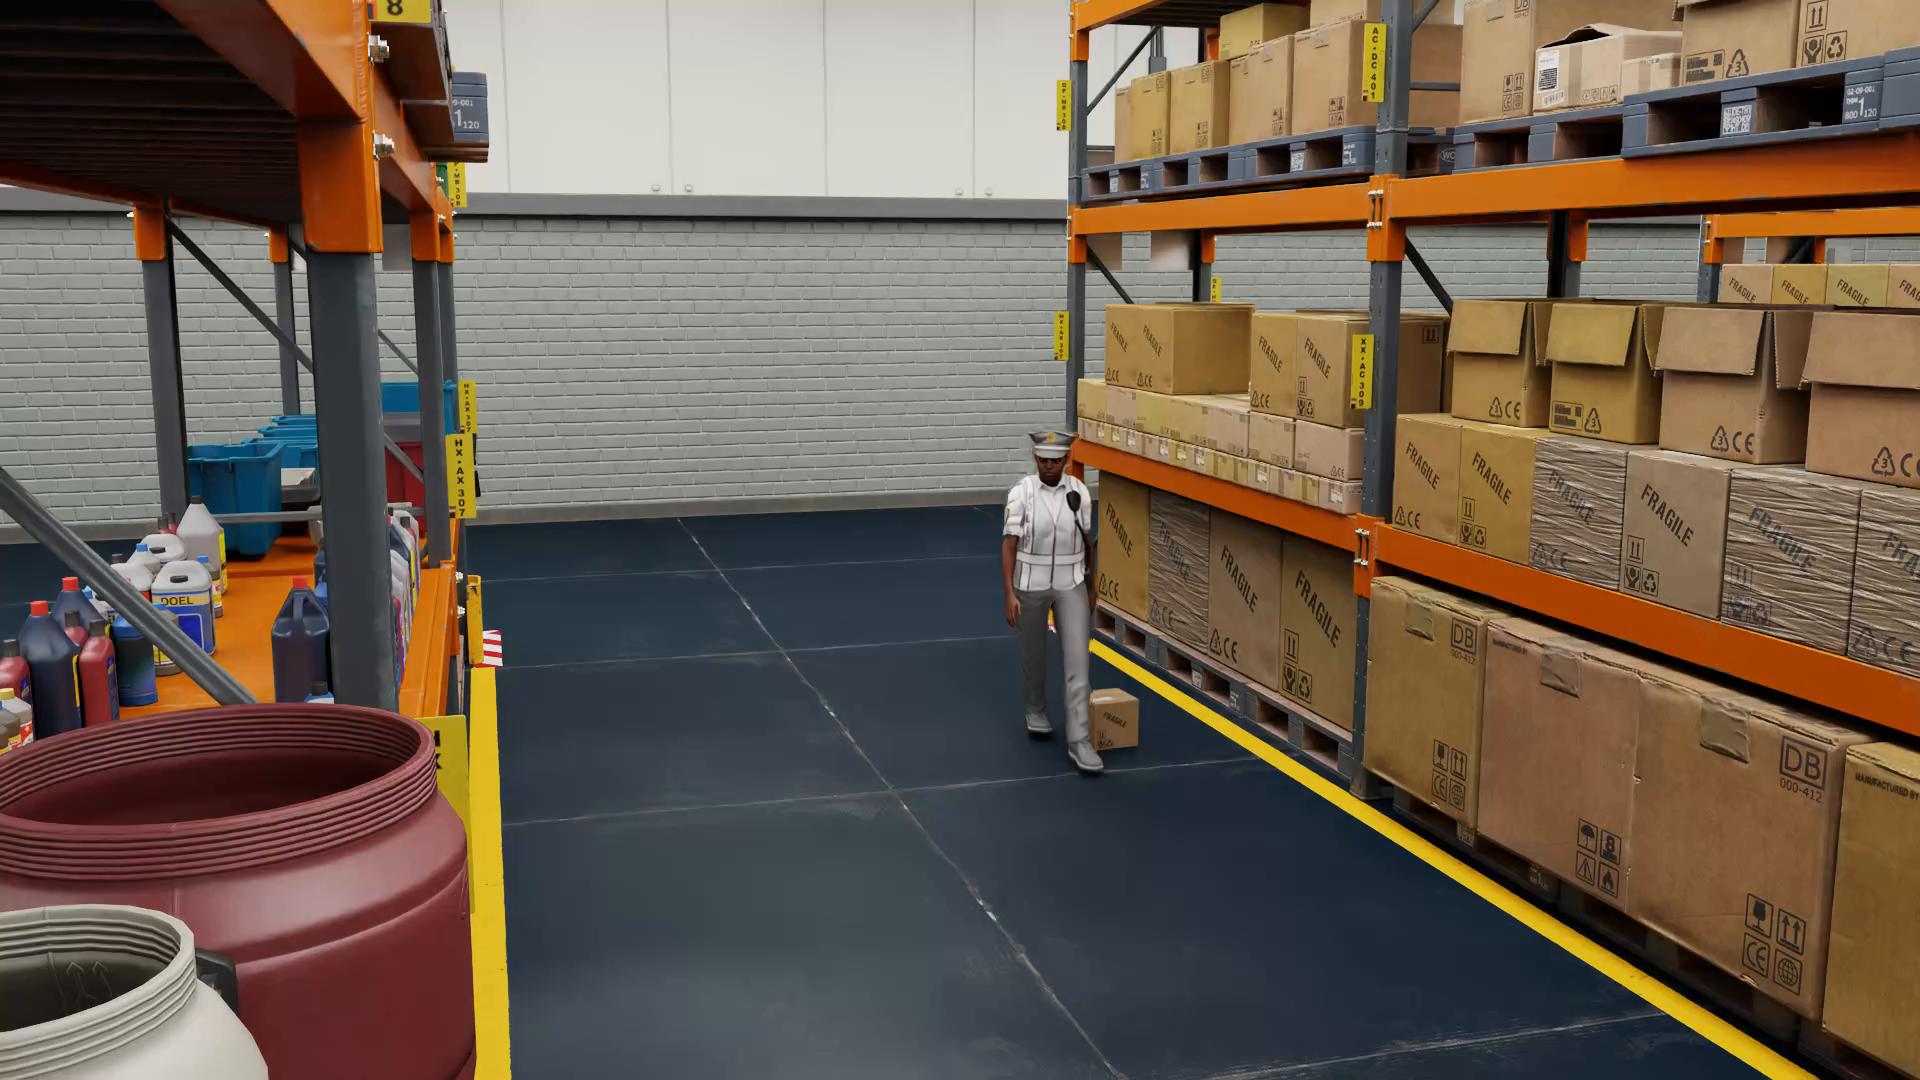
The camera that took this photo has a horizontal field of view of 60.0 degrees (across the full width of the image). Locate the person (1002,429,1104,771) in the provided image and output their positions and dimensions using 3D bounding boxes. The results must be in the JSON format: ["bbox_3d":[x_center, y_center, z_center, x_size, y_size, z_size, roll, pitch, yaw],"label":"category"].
[{"bbox_3d":[0.456,0.252,8.281,0.499,1.609,0.970,0,9,-1],"label":"person"}]
